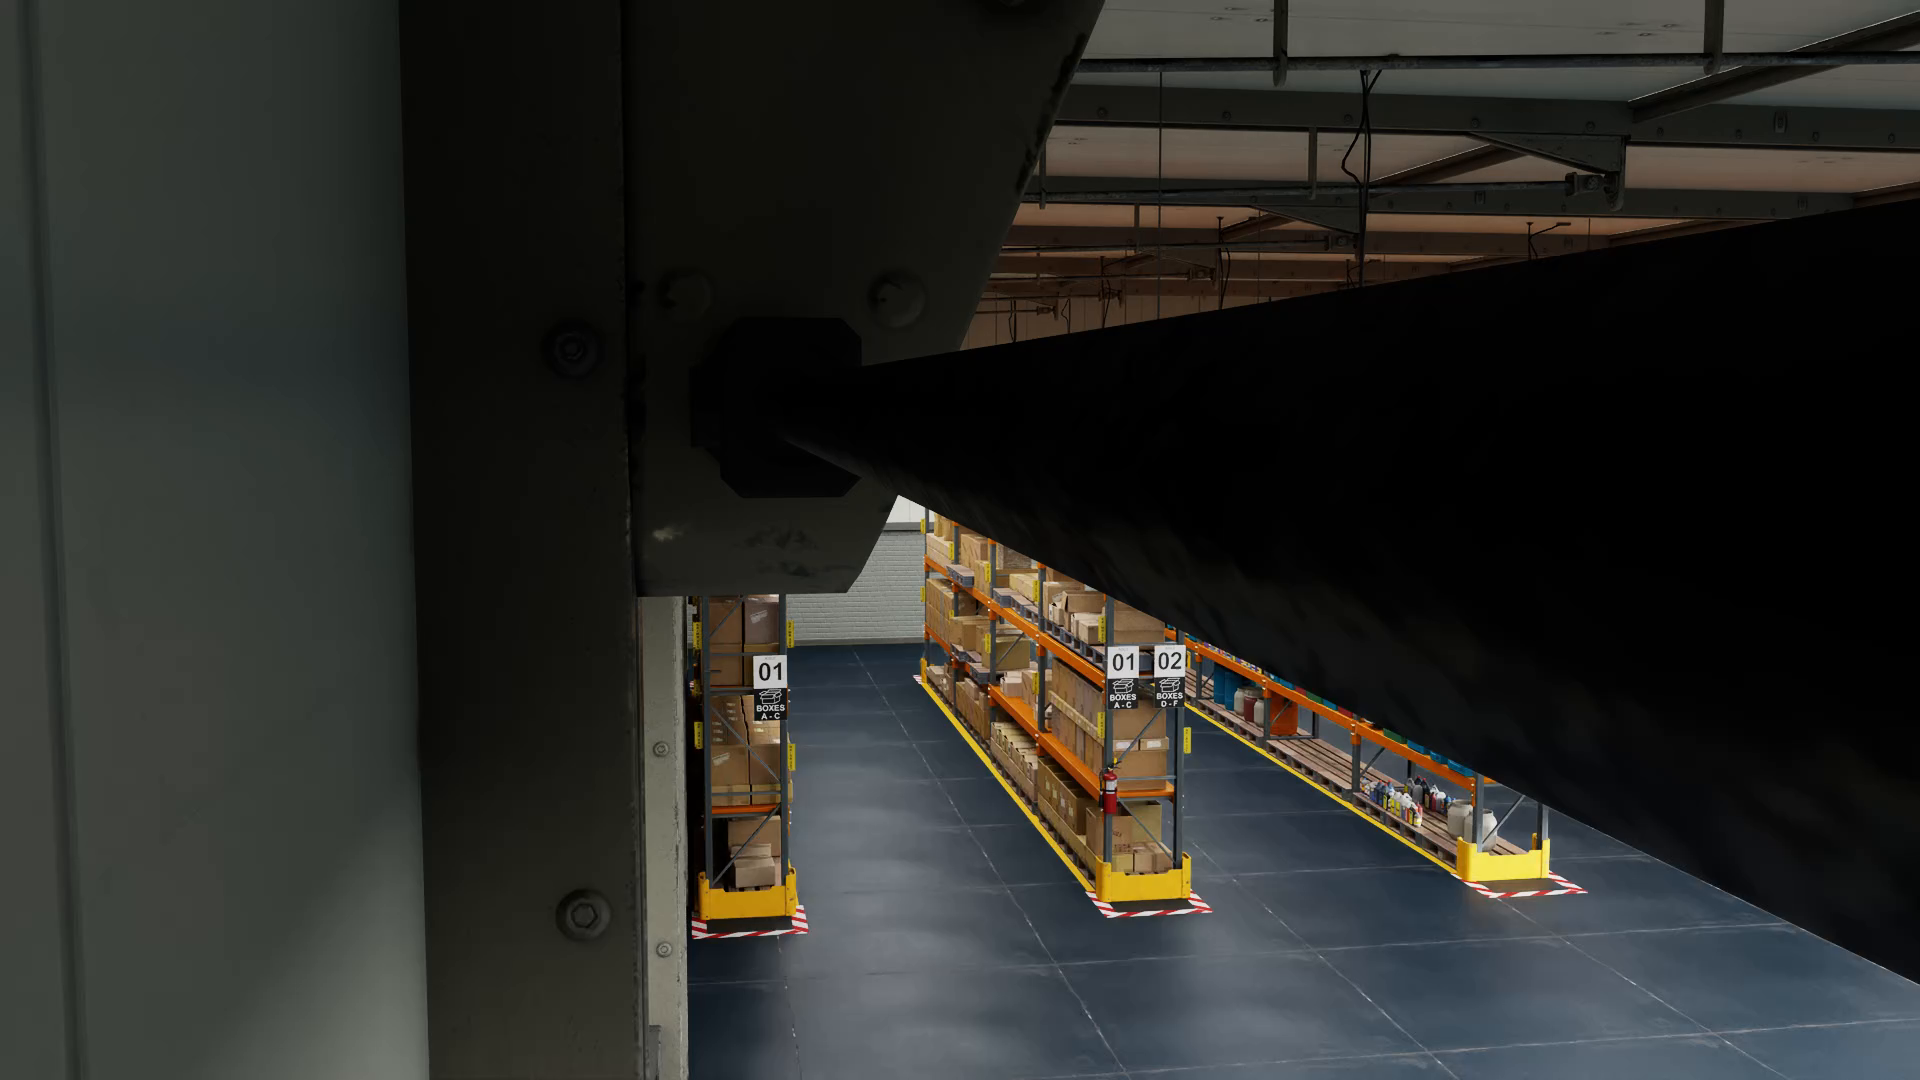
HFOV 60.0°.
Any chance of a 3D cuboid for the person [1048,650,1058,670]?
[{"bbox_3d":[1.961,2.099,35.233,0.674,1.713,0.526,-1,5,-15],"label":"person"}]
